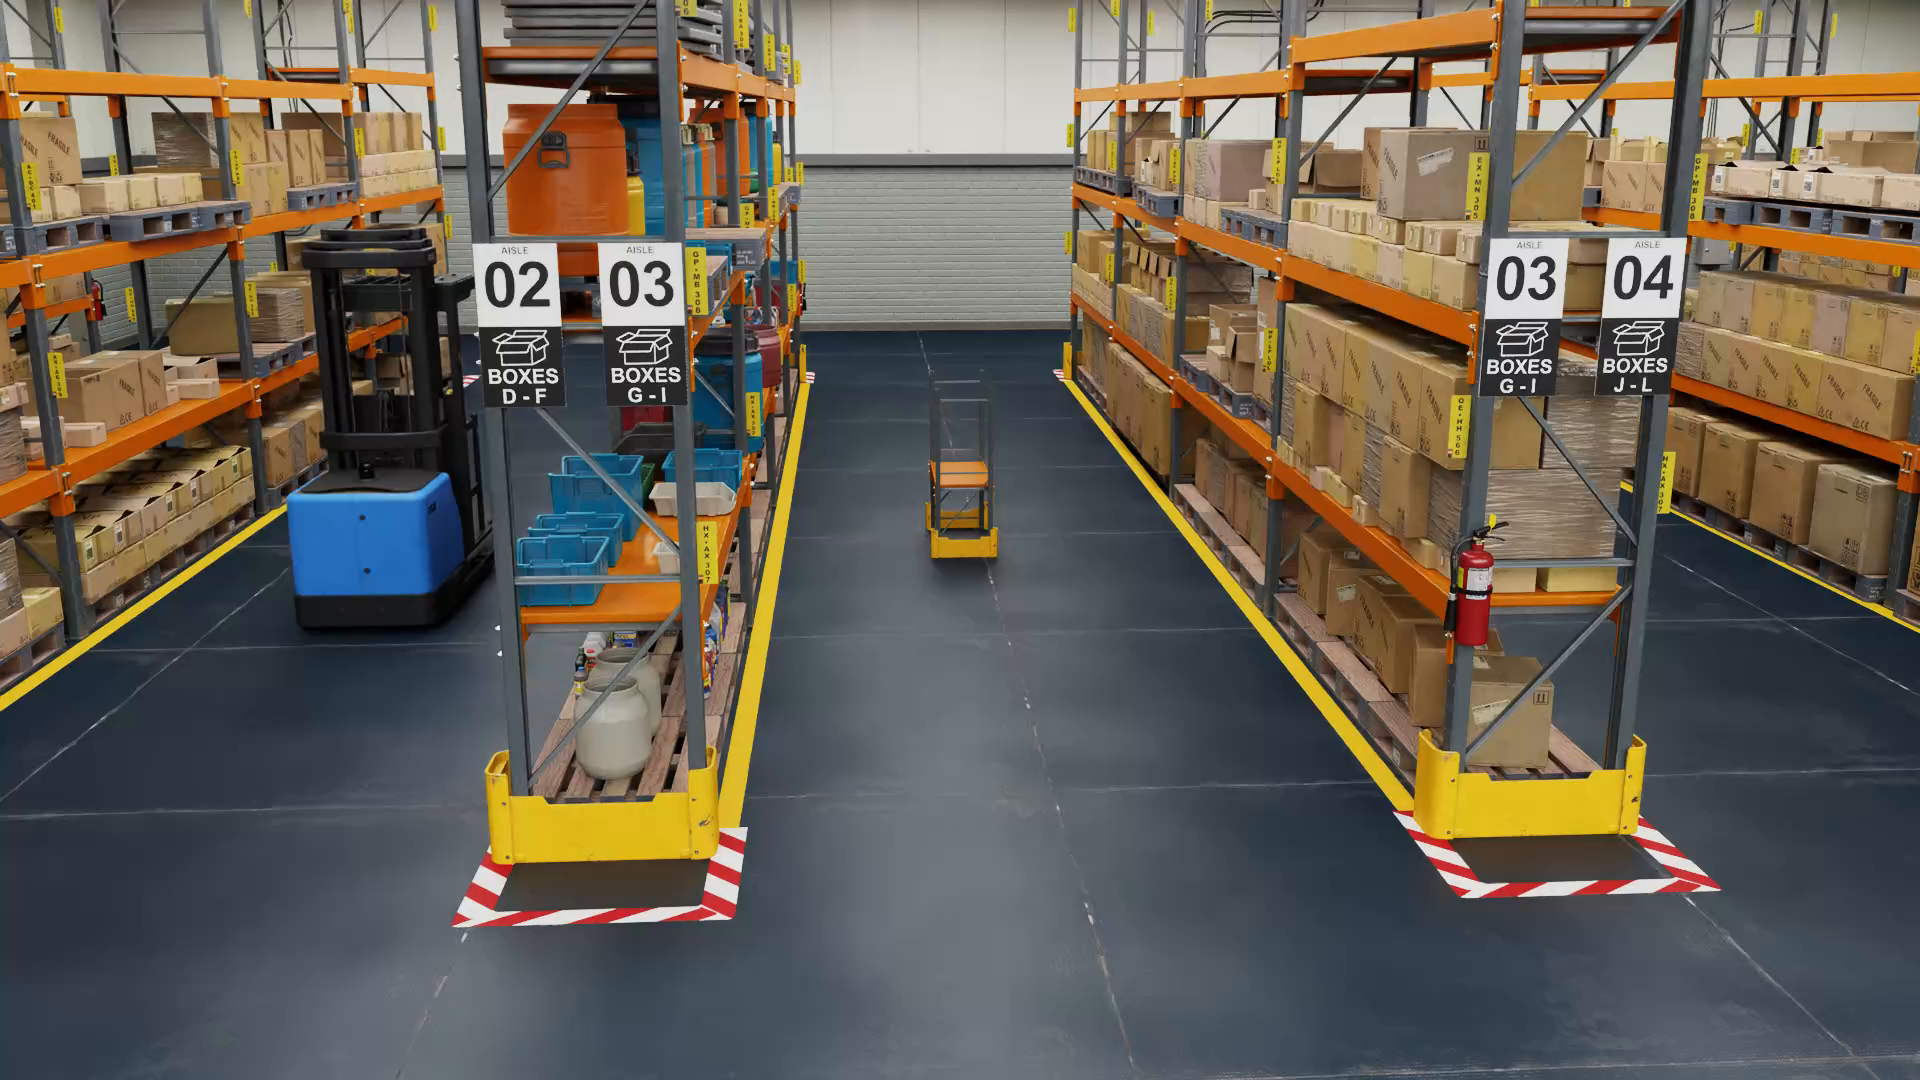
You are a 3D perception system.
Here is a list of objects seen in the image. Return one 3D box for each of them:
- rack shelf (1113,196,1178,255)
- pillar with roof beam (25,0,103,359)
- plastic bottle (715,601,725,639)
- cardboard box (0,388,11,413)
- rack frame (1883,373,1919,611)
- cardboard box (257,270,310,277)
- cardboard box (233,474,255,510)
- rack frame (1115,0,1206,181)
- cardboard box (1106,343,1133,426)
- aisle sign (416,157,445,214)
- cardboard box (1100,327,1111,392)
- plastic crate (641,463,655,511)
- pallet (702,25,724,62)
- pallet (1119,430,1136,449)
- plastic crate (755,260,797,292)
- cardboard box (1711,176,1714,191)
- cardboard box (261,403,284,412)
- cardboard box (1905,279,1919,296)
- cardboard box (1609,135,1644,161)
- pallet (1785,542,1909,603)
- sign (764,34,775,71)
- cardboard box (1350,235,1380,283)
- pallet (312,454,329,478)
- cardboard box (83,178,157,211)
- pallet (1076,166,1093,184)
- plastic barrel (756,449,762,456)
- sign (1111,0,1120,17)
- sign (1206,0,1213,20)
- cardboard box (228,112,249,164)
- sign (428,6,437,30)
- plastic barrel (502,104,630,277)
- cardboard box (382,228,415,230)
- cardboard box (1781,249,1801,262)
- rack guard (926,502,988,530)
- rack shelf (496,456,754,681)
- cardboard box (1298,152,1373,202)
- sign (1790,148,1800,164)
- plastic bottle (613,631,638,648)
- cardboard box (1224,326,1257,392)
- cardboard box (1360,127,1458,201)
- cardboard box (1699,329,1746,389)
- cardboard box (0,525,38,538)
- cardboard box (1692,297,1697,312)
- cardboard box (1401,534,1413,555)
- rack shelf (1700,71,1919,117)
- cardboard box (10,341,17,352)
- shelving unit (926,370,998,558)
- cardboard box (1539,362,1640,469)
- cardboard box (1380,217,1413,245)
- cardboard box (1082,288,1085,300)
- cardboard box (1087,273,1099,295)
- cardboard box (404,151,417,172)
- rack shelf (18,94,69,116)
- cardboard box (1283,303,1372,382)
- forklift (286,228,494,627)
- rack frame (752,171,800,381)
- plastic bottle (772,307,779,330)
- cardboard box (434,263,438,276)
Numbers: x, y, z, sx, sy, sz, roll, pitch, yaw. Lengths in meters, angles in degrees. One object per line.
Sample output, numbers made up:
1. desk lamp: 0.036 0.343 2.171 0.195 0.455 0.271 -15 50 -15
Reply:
1. rack shelf: 2.495 -3.461 18.105 1.077 0.370 4.000 -1 14 -3
2. pillar with roof beam: -9.442 -7.249 25.366 9.100 9.000 0.400 -1 14 -3
3. plastic bottle: -1.685 0.558 11.631 0.061 0.283 0.133 0 14 0
4. cardboard box: -6.777 -0.949 11.417 0.380 0.149 0.250 -1 14 -5
5. rack frame: 7.824 -0.916 12.790 1.000 3.000 0.127 -1 14 -3
6. cardboard box: -7.710 -2.833 19.196 0.700 0.500 0.500 -6 16 -22
7. cardboard box: -6.992 -0.452 15.662 0.500 0.250 0.500 -1 14 -2
8. rack frame: 2.371 -5.759 19.575 1.000 3.000 0.127 -1 14 -3
9. cardboard box: 2.431 -1.870 19.918 1.225 0.875 0.875 -1 14 -3
10. aisle sign: -7.463 -4.978 23.359 0.394 0.787 0.004 -1 14 -3
11. cardboard box: 2.354 -2.418 22.048 0.875 0.875 0.875 -1 14 -3
12. plastic crate: -2.274 -0.343 10.990 0.450 0.188 0.662 -1 14 -3
13. pallet: -1.919 -2.899 9.641 1.003 0.211 1.213 -1 14 -3
14. pallet: 2.494 -1.313 19.929 1.003 0.211 1.213 -1 14 -3
15. plastic crate: -2.613 -3.738 23.568 0.616 0.435 0.499 -1 14 -3
16. cardboard box: 7.437 -3.408 15.917 0.380 0.149 0.250 -1 15 -6
17. cardboard box: -7.631 -1.198 18.019 0.500 0.500 0.500 -1 14 -6
18. cardboard box: 12.008 -3.063 20.431 0.500 0.250 0.500 -1 14 -5
19. cardboard box: 7.191 -4.199 17.792 0.396 0.266 0.258 -1 14 -3
20. pallet: 7.701 0.244 13.879 1.003 0.211 1.213 -1 14 -3
21. sign: -1.776 -4.542 15.492 0.100 0.325 0.005 -1 14 -3
22. cardboard box: 2.738 -1.742 10.283 0.500 0.250 0.500 -1 14 -4
23. pallet: -7.349 -0.846 18.113 1.003 0.211 1.213 -1 14 -3
24. cardboard box: -7.110 -2.906 13.964 0.500 0.250 0.500 -1 14 -5
25. pallet: 2.180 -5.074 23.110 1.003 0.211 1.213 -1 14 -3
26. plastic barrel: -2.442 -1.221 17.971 0.600 0.588 0.708 -1 14 -3
27. sign: 1.816 -6.286 19.429 0.100 0.325 0.005 -1 14 -3
28. sign: 2.912 -6.261 19.493 0.100 0.325 0.005 -1 14 -3
29. cardboard box: -7.321 -3.928 16.270 0.500 0.500 0.500 -1 14 -3
30. sign: -7.209 -7.135 22.728 0.100 0.325 0.005 -1 14 -3
31. plastic barrel: -1.986 -1.776 8.409 0.600 0.830 0.708 -1 14 -3
32. cardboard box: -7.393 -3.869 22.058 0.500 0.500 0.500 0 14 -2
33. cardboard box: 11.838 -4.154 23.169 0.500 0.500 0.500 -1 14 -4
34. rack guard: -0.026 -0.226 15.627 0.587 0.250 0.087 -1 14 -3
35. rack shelf: -1.953 0.058 10.449 1.077 0.370 4.000 -1 14 -3
36. cardboard box: 2.937 -2.689 12.611 0.797 0.503 0.637 -2 15 -6
37. sign: 8.130 -3.659 16.234 0.100 0.325 0.005 -1 14 -3
38. plastic bottle: -2.256 0.669 11.212 0.152 0.276 0.135 -1 14 -3
39. cardboard box: 2.667 -1.548 14.195 0.797 0.503 0.637 1 14 2
40. cardboard box: 3.149 -2.644 11.685 0.500 0.500 0.500 -1 14 -5
41. cardboard box: 7.368 -1.717 15.702 0.500 0.500 0.500 -1 14 -4
42. cardboard box: -7.332 0.048 12.594 0.500 0.311 0.500 -1 14 -3
43. cardboard box: 7.740 -2.399 17.024 0.380 0.149 0.250 -1 14 -3
44. cardboard box: 2.809 -0.002 9.741 0.380 0.149 0.250 -1 14 -3
45. rack shelf: 7.700 -3.777 14.115 1.077 0.370 4.000 -1 14 -3
46. cardboard box: -12.708 -2.530 21.937 0.380 0.149 0.250 -1 14 -3
47. shelving unit: 0.005 -0.707 14.989 0.587 1.500 1.083 -1 14 -3
48. cardboard box: 3.353 -0.687 9.097 0.500 0.500 0.500 -1 14 -3
49. cardboard box: 2.713 -1.831 9.826 0.380 0.149 0.250 -2 15 -6
50. cardboard box: 1.882 -3.378 22.864 0.380 0.149 0.250 -1 14 -5
51. cardboard box: 1.988 -3.413 22.199 0.500 0.250 0.500 -1 14 -5
52. cardboard box: -7.419 -4.946 21.733 0.500 0.250 0.500 -1 14 -3
53. rack shelf: -12.584 -5.485 20.756 1.077 0.370 4.000 -1 14 -3
54. cardboard box: 2.641 -1.425 11.966 0.500 0.500 0.500 -1 14 -3
55. forklift: -4.537 -1.081 13.571 1.130 2.935 3.031 -1 14 -3
56. rack frame: -2.820 -3.772 23.892 1.000 3.000 0.127 -1 14 -3
57. plastic bottle: -2.225 -2.624 19.679 0.152 0.276 0.135 -1 14 -3
58. cardboard box: -7.429 -3.509 22.668 0.500 0.500 0.500 -1 14 -3
